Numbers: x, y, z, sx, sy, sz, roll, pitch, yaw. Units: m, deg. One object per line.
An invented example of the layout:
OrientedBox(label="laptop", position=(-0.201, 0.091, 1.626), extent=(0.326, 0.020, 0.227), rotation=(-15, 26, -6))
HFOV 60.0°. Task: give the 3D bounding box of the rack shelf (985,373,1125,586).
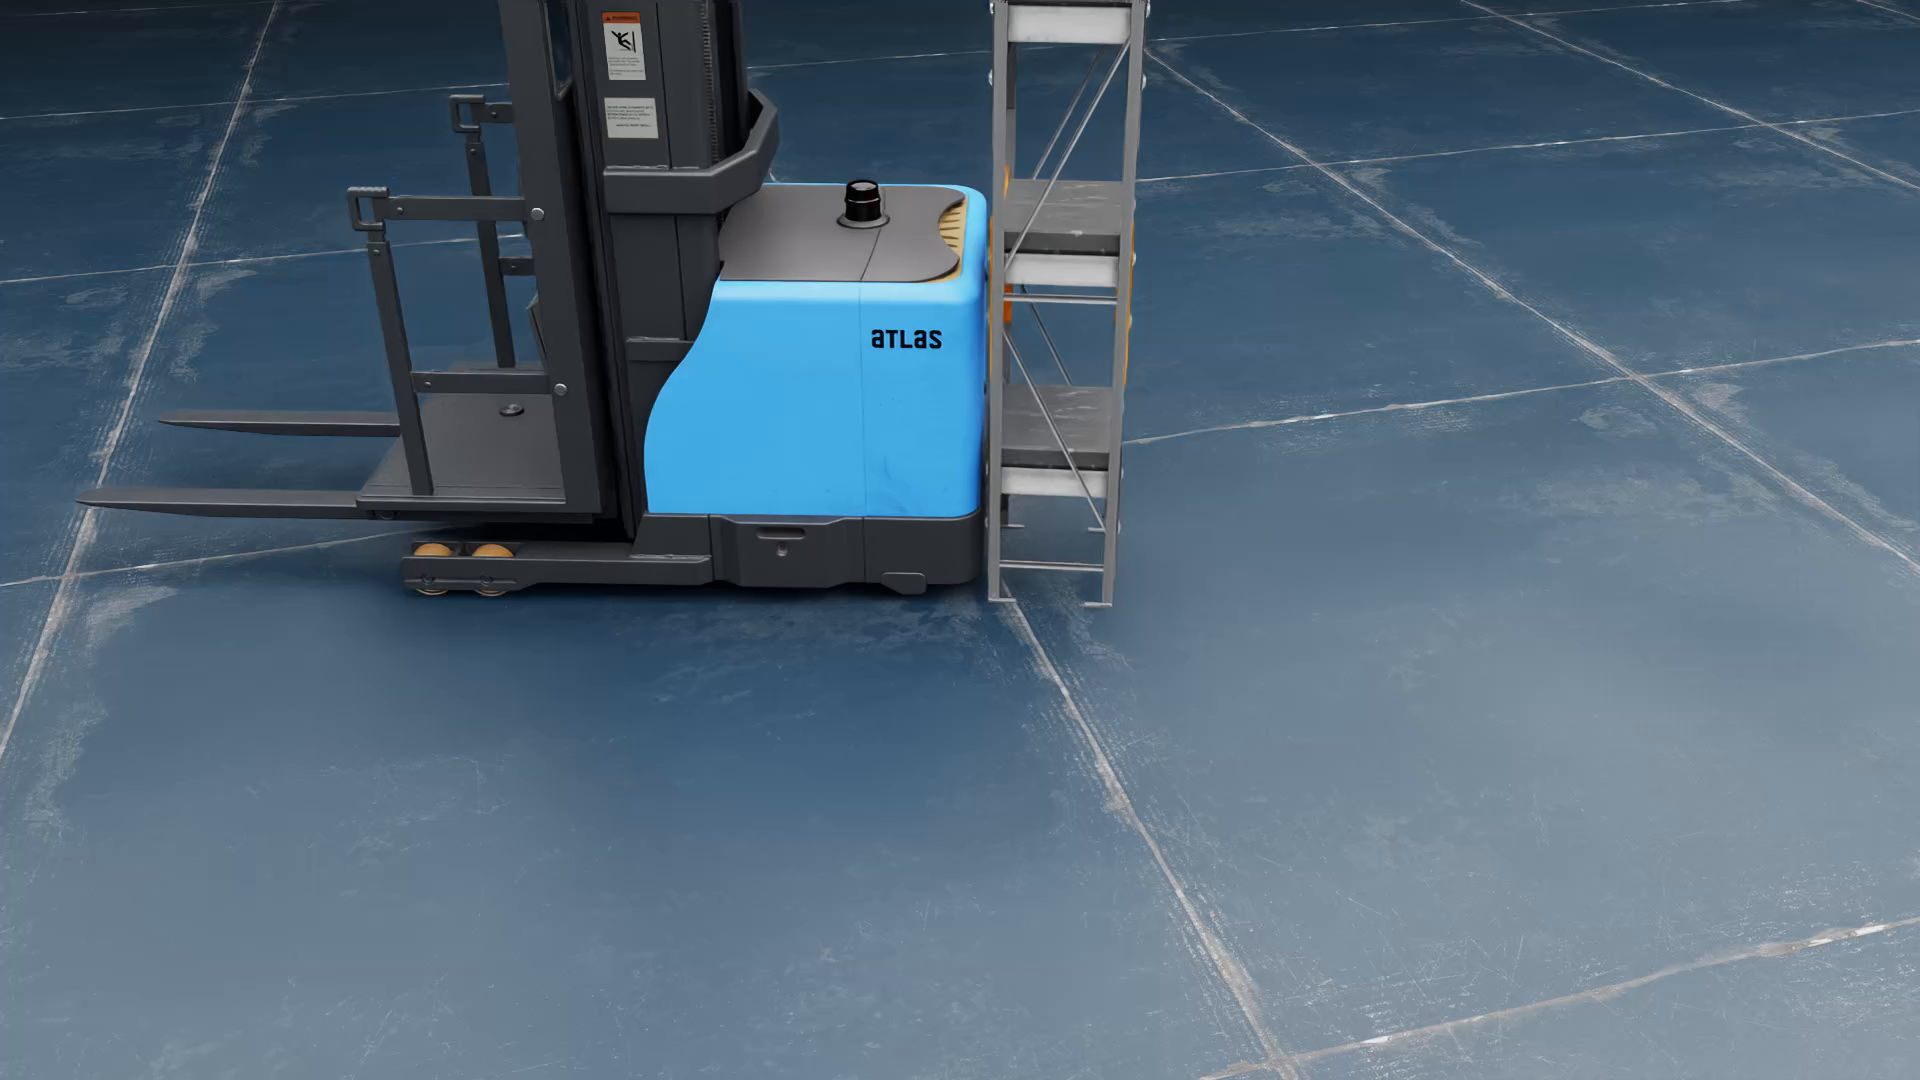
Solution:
OrientedBox(label="rack shelf", position=(0.314, -0.204, 5.431), extent=(0.431, 0.518, 0.480), rotation=(3, 30, 4))

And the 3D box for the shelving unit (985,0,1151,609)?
OrientedBox(label="shelving unit", position=(0.314, -0.822, 5.074), extent=(0.431, 2.100, 0.503), rotation=(3, 30, 4))

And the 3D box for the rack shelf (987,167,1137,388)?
OrientedBox(label="rack shelf", position=(0.314, -0.810, 5.080), extent=(0.431, 0.518, 0.480), rotation=(3, 30, 4))

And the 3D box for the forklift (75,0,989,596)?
OrientedBox(label="forklift", position=(-1.424, -1.348, 5.154), extent=(3.031, 2.935, 1.130), rotation=(1, 30, 2))

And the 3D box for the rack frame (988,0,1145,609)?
OrientedBox(label="rack frame", position=(0.292, -0.700, 4.863), extent=(0.400, 2.100, 0.015), rotation=(3, 30, 4))

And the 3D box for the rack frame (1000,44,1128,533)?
OrientedBox(label="rack frame", position=(0.336, -0.944, 5.284), extent=(0.400, 2.100, 0.015), rotation=(3, 30, 4))

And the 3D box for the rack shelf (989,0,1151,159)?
OrientedBox(label="rack shelf", position=(0.315, -1.416, 4.730), extent=(0.431, 0.518, 0.480), rotation=(3, 30, 4))
